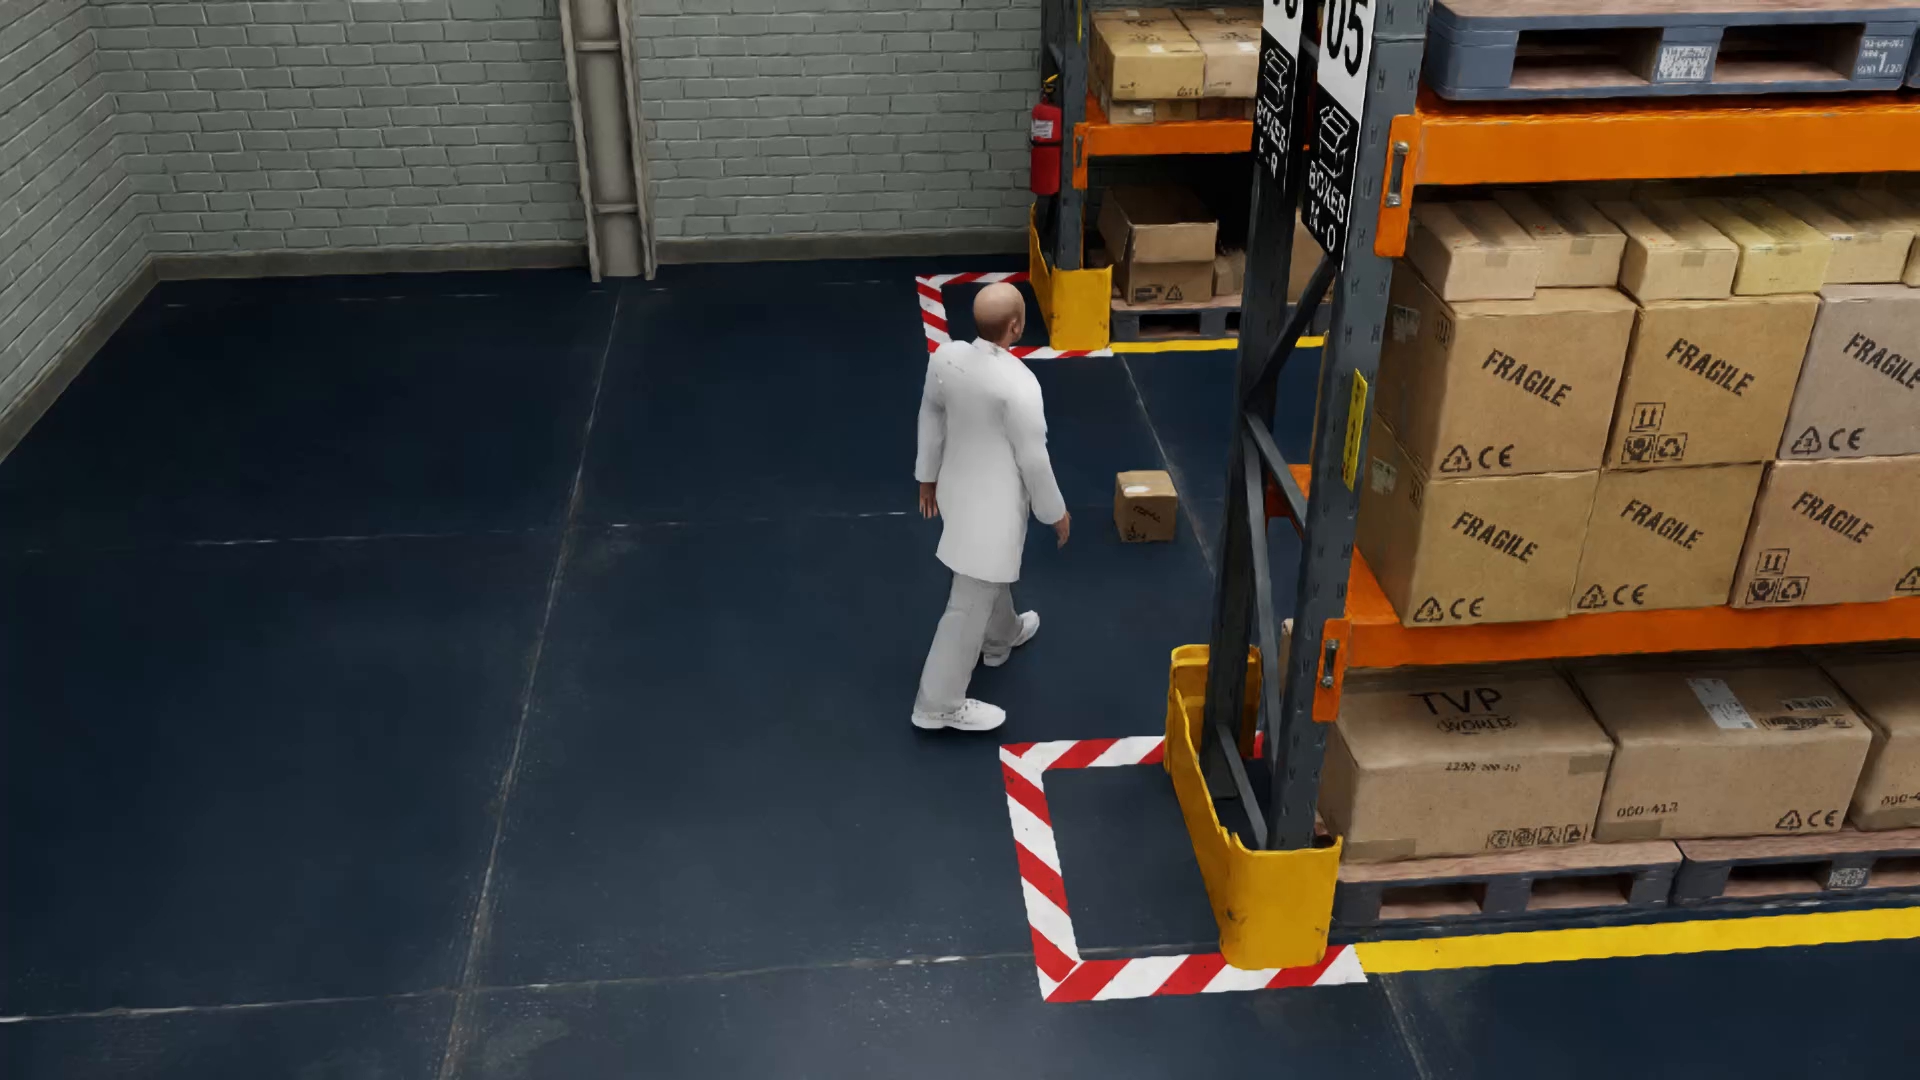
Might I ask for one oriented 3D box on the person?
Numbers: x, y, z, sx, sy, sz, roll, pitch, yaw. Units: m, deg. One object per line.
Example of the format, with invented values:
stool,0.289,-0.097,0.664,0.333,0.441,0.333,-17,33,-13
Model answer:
person,0.114,-0.155,6.423,0.848,1.758,0.653,-19,36,-29
